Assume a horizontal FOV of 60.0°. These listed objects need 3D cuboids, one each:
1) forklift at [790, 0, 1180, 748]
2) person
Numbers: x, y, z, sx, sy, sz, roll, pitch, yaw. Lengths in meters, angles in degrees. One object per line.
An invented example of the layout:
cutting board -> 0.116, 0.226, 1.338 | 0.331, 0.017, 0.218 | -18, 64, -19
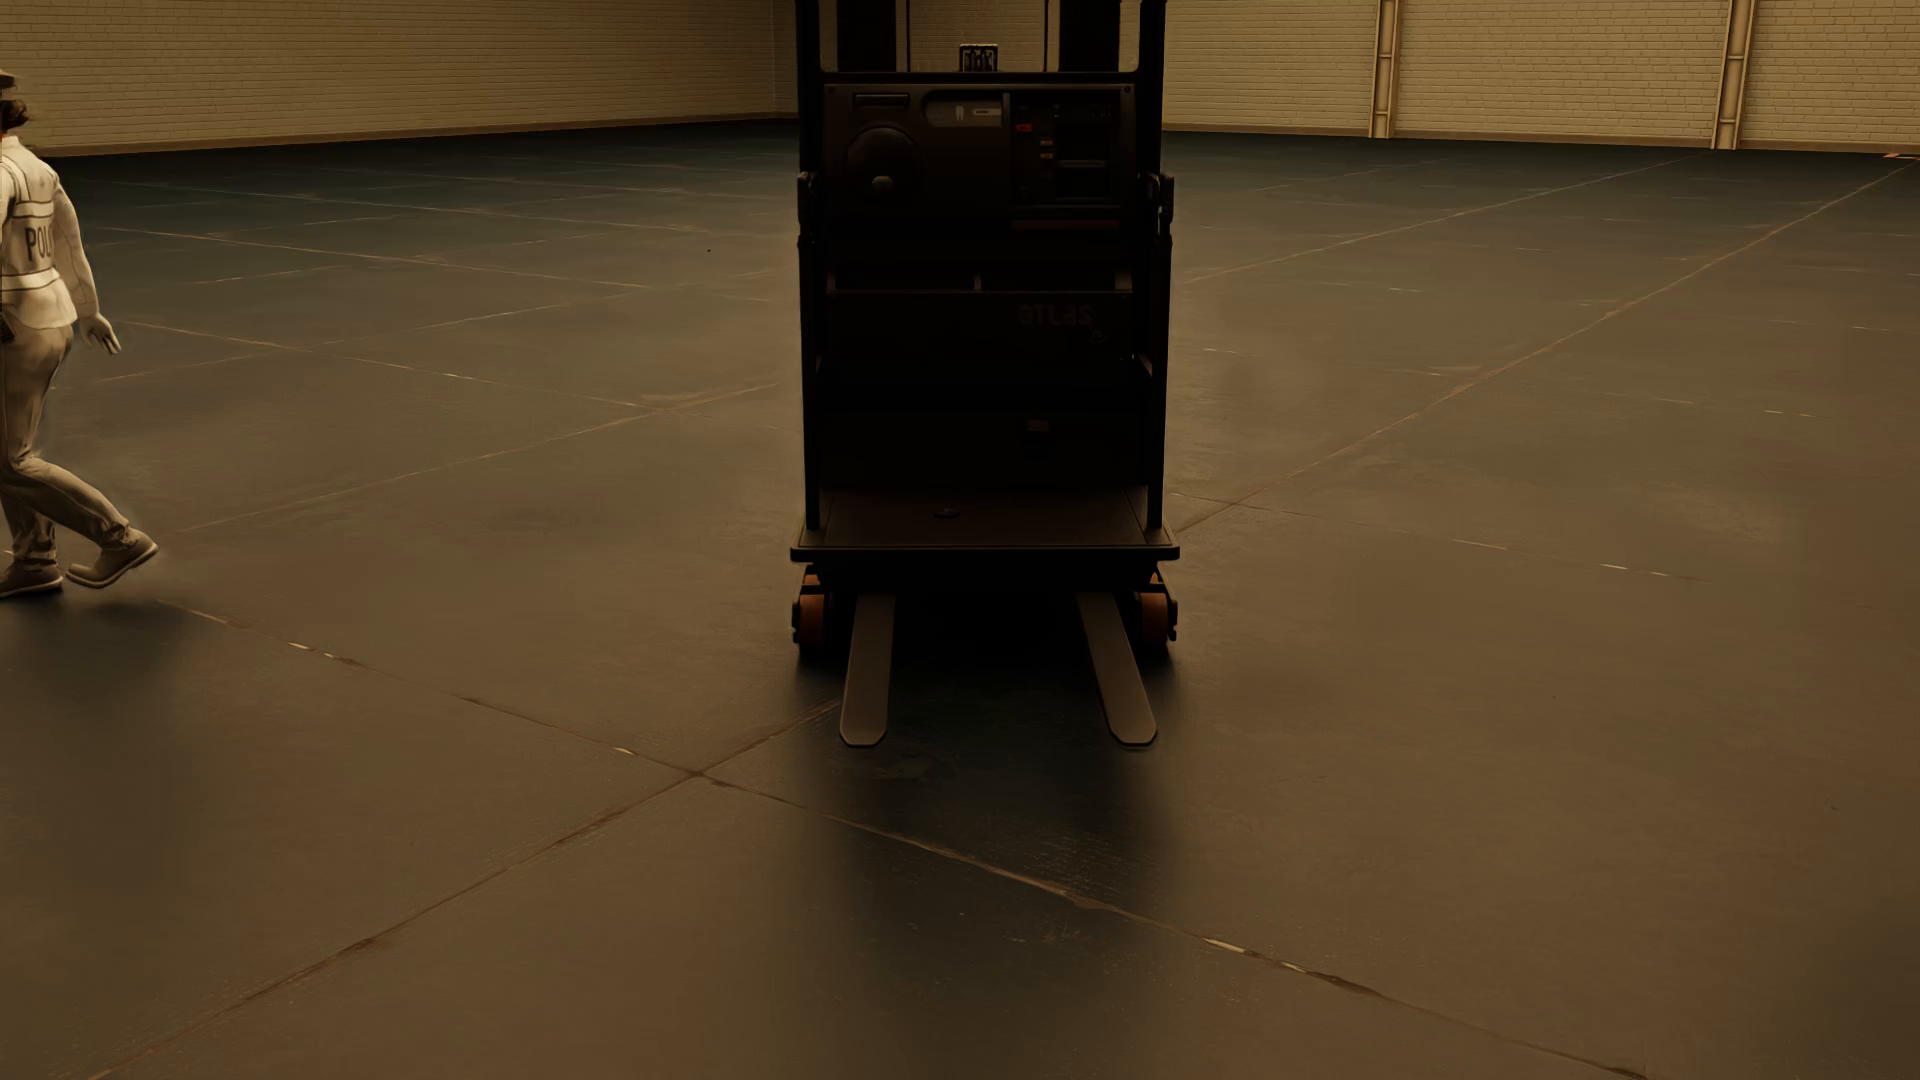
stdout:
forklift -> 0.064, -1.173, 4.757 | 1.130, 2.935, 3.031 | 0, 17, -1
person -> -2.912, -0.613, 5.139 | 0.638, 1.652, 0.787 | -5, 17, -15
